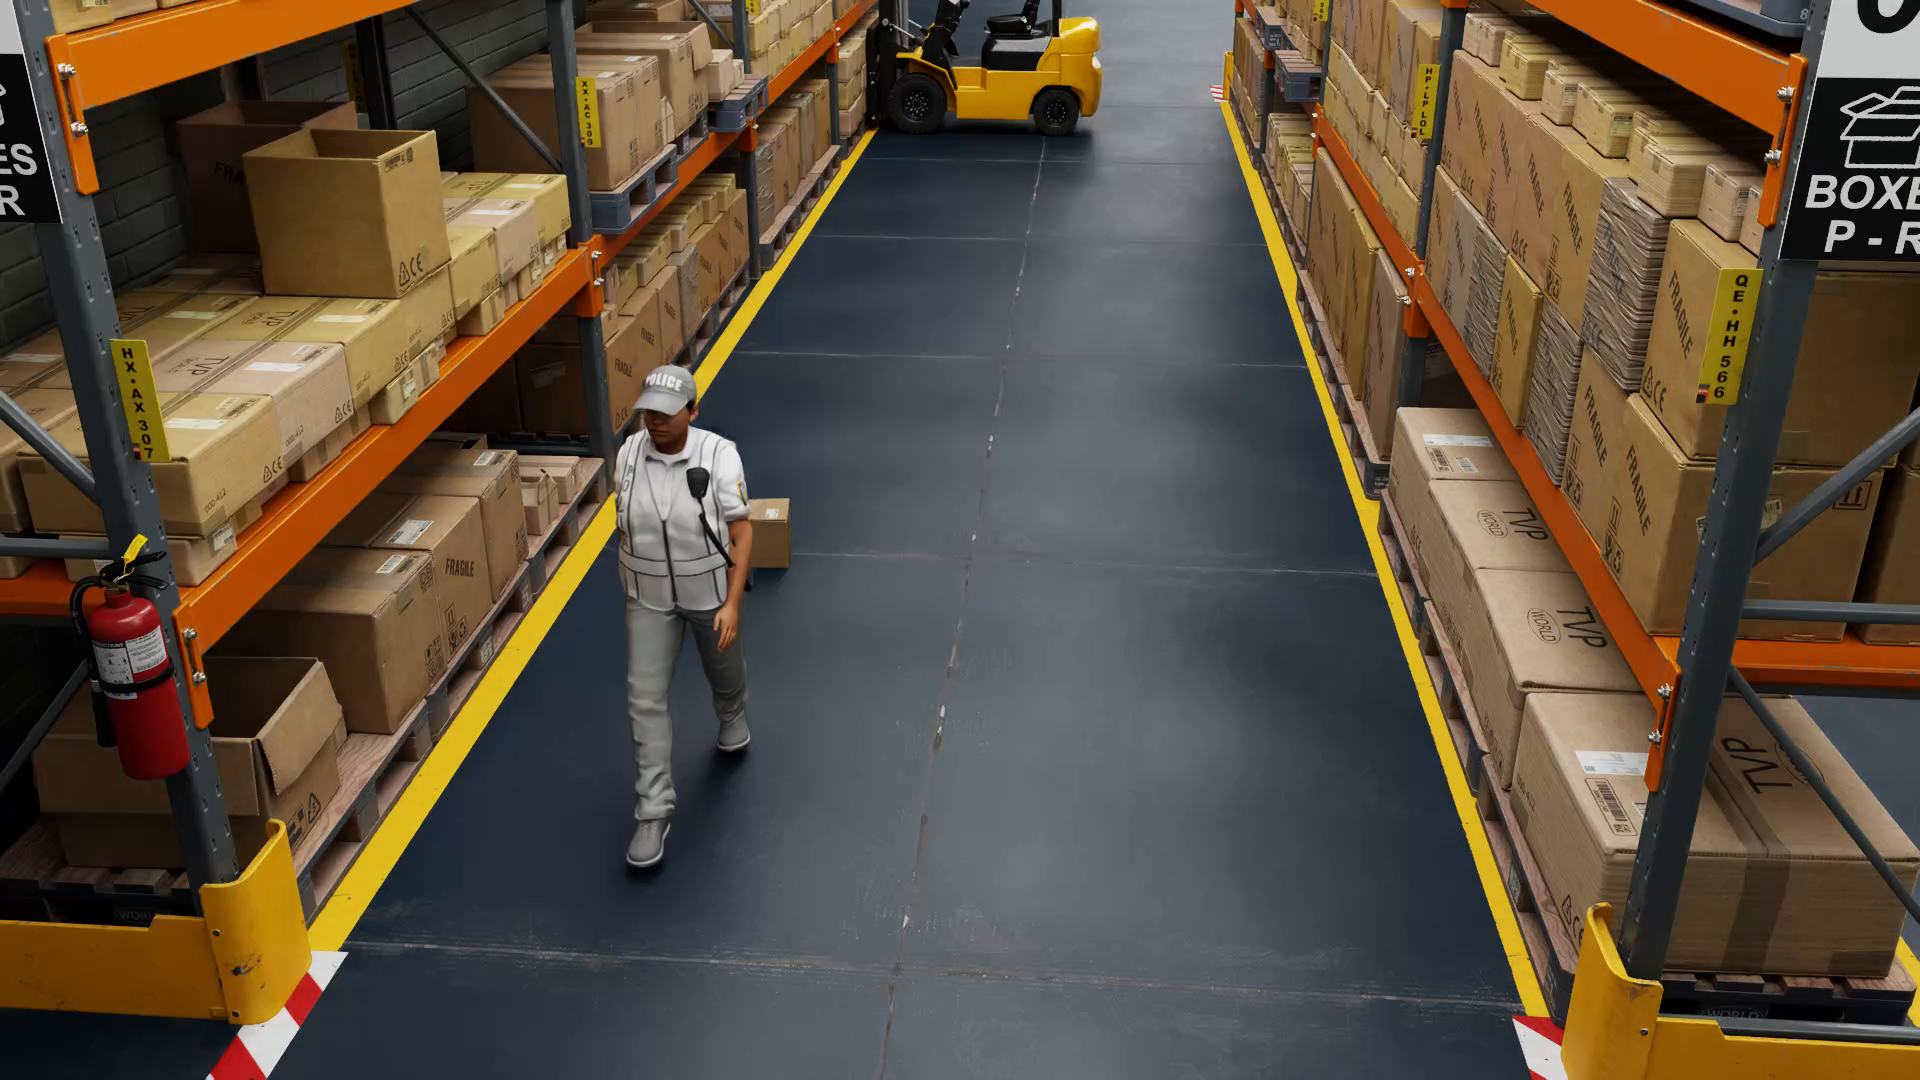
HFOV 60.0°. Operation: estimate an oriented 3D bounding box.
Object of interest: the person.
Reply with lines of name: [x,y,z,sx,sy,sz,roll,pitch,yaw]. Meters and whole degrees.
person: [-0.940,0.183,5.681,0.490,1.600,1.027,0,25,1]
